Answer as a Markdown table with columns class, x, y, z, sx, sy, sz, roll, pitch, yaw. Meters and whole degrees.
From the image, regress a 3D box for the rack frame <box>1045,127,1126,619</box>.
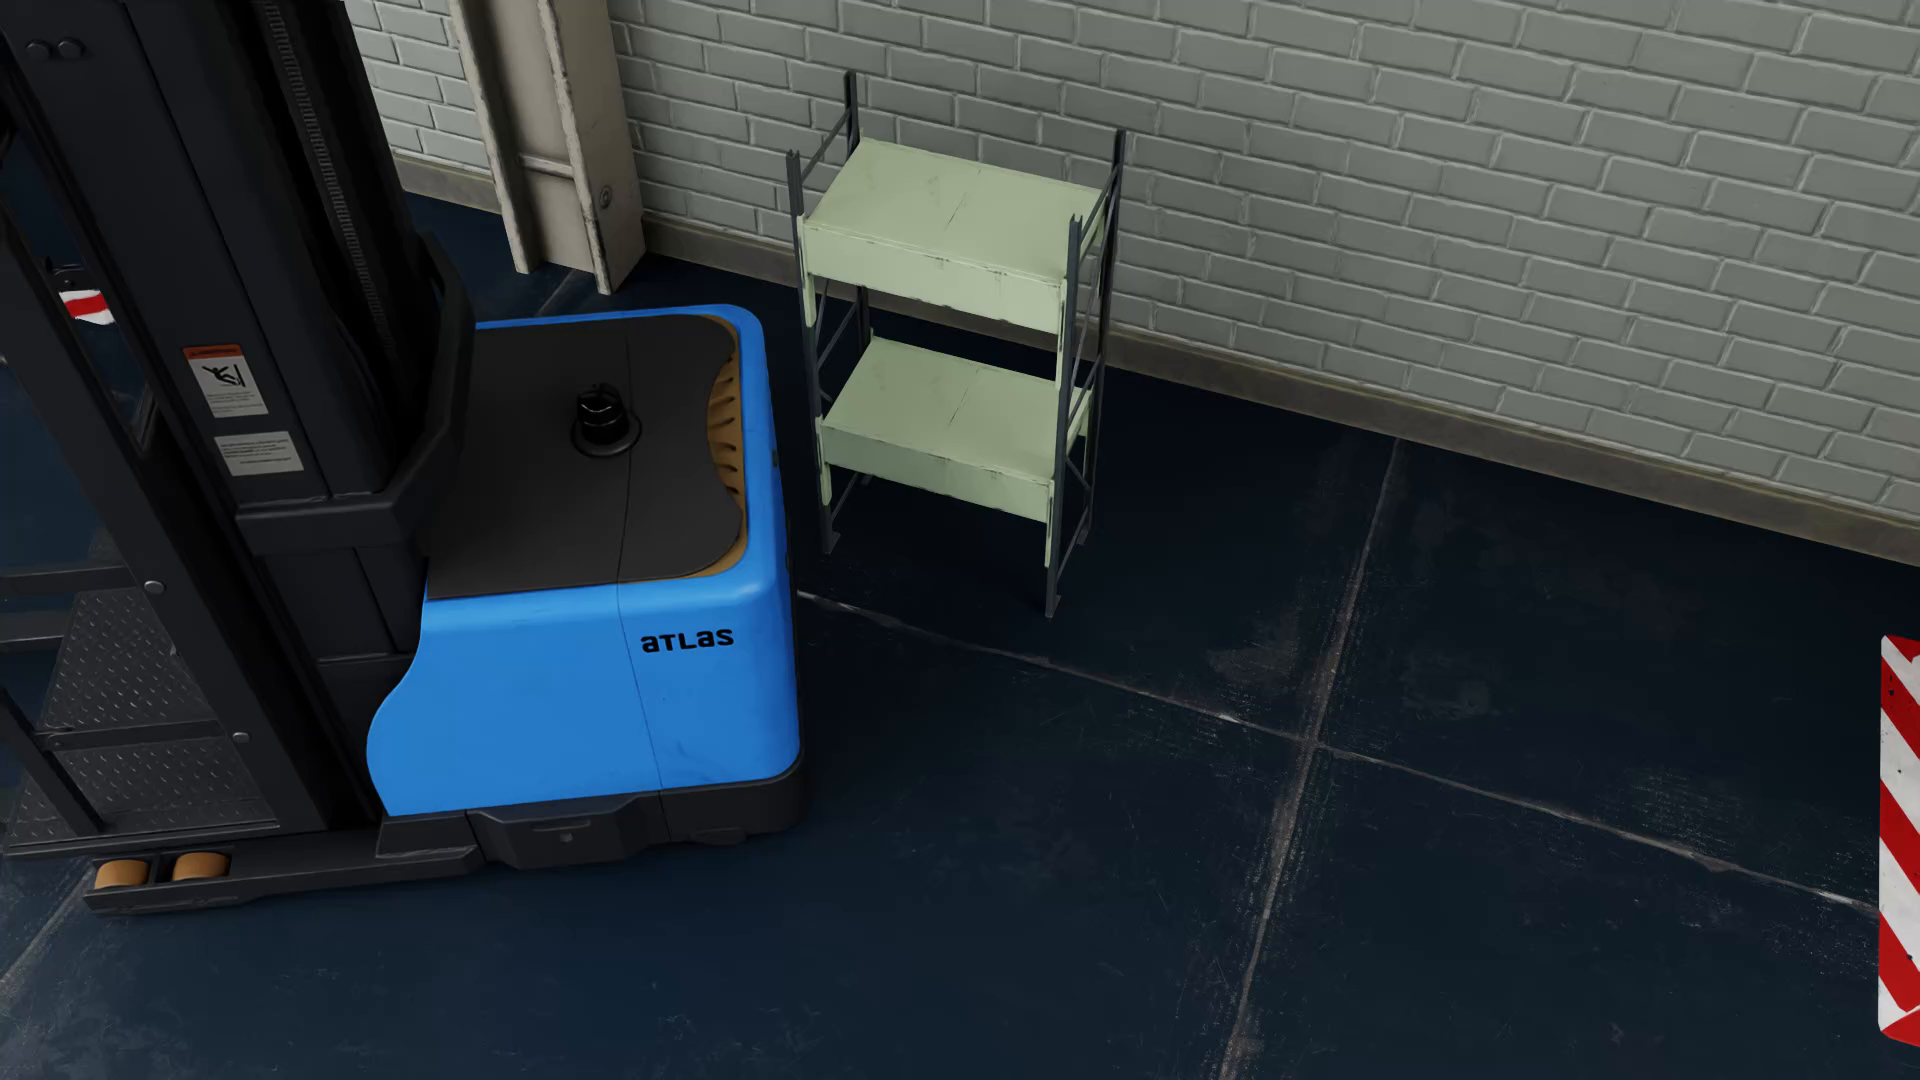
| class | x | y | z | sx | sy | sz | roll | pitch | yaw |
| --- | --- | --- | --- | --- | --- | --- | --- | --- | --- |
| rack frame | 0.337 | -0.397 | 4.602 | 0.023 | 1.500 | 0.400 | 16 | 51 | 13 |

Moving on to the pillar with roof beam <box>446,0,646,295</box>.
| class | x | y | z | sx | sy | sz | roll | pitch | yaw |
| --- | --- | --- | --- | --- | --- | --- | --- | --- | --- |
| pillar with roof beam | -2.886 | -0.940 | 0.110 | 0.400 | 9.000 | 9.100 | 16 | 51 | 13 |

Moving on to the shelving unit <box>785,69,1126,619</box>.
| class | x | y | z | sx | sy | sz | roll | pitch | yaw |
| --- | --- | --- | --- | --- | --- | --- | --- | --- | --- |
| shelving unit | -0.006 | -0.493 | 4.685 | 0.755 | 1.500 | 0.431 | 16 | 51 | 13 |

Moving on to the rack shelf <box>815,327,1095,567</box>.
| class | x | y | z | sx | sy | sz | roll | pitch | yaw |
| --- | --- | --- | --- | --- | --- | --- | --- | --- | --- |
| rack shelf | -0.006 | -0.279 | 4.931 | 0.720 | 0.370 | 0.431 | 16 | 51 | 13 |

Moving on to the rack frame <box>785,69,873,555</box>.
| class | x | y | z | sx | sy | sz | roll | pitch | yaw |
| --- | --- | --- | --- | --- | --- | --- | --- | --- | --- |
| rack frame | -0.350 | -0.589 | 4.768 | 0.023 | 1.500 | 0.400 | 16 | 51 | 13 |

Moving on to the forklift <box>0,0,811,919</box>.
| class | x | y | z | sx | sy | sz | roll | pitch | yaw |
| --- | --- | --- | --- | --- | --- | --- | --- | --- | --- |
| forklift | -1.962 | -0.396 | 3.654 | 3.031 | 2.935 | 1.130 | -5 | 49 | -4 |

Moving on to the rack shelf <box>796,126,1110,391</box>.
| class | x | y | z | sx | sy | sz | roll | pitch | yaw |
| --- | --- | --- | --- | --- | --- | --- | --- | --- | --- |
| rack shelf | -0.006 | -0.749 | 4.390 | 0.720 | 0.370 | 0.431 | 16 | 51 | 13 |
